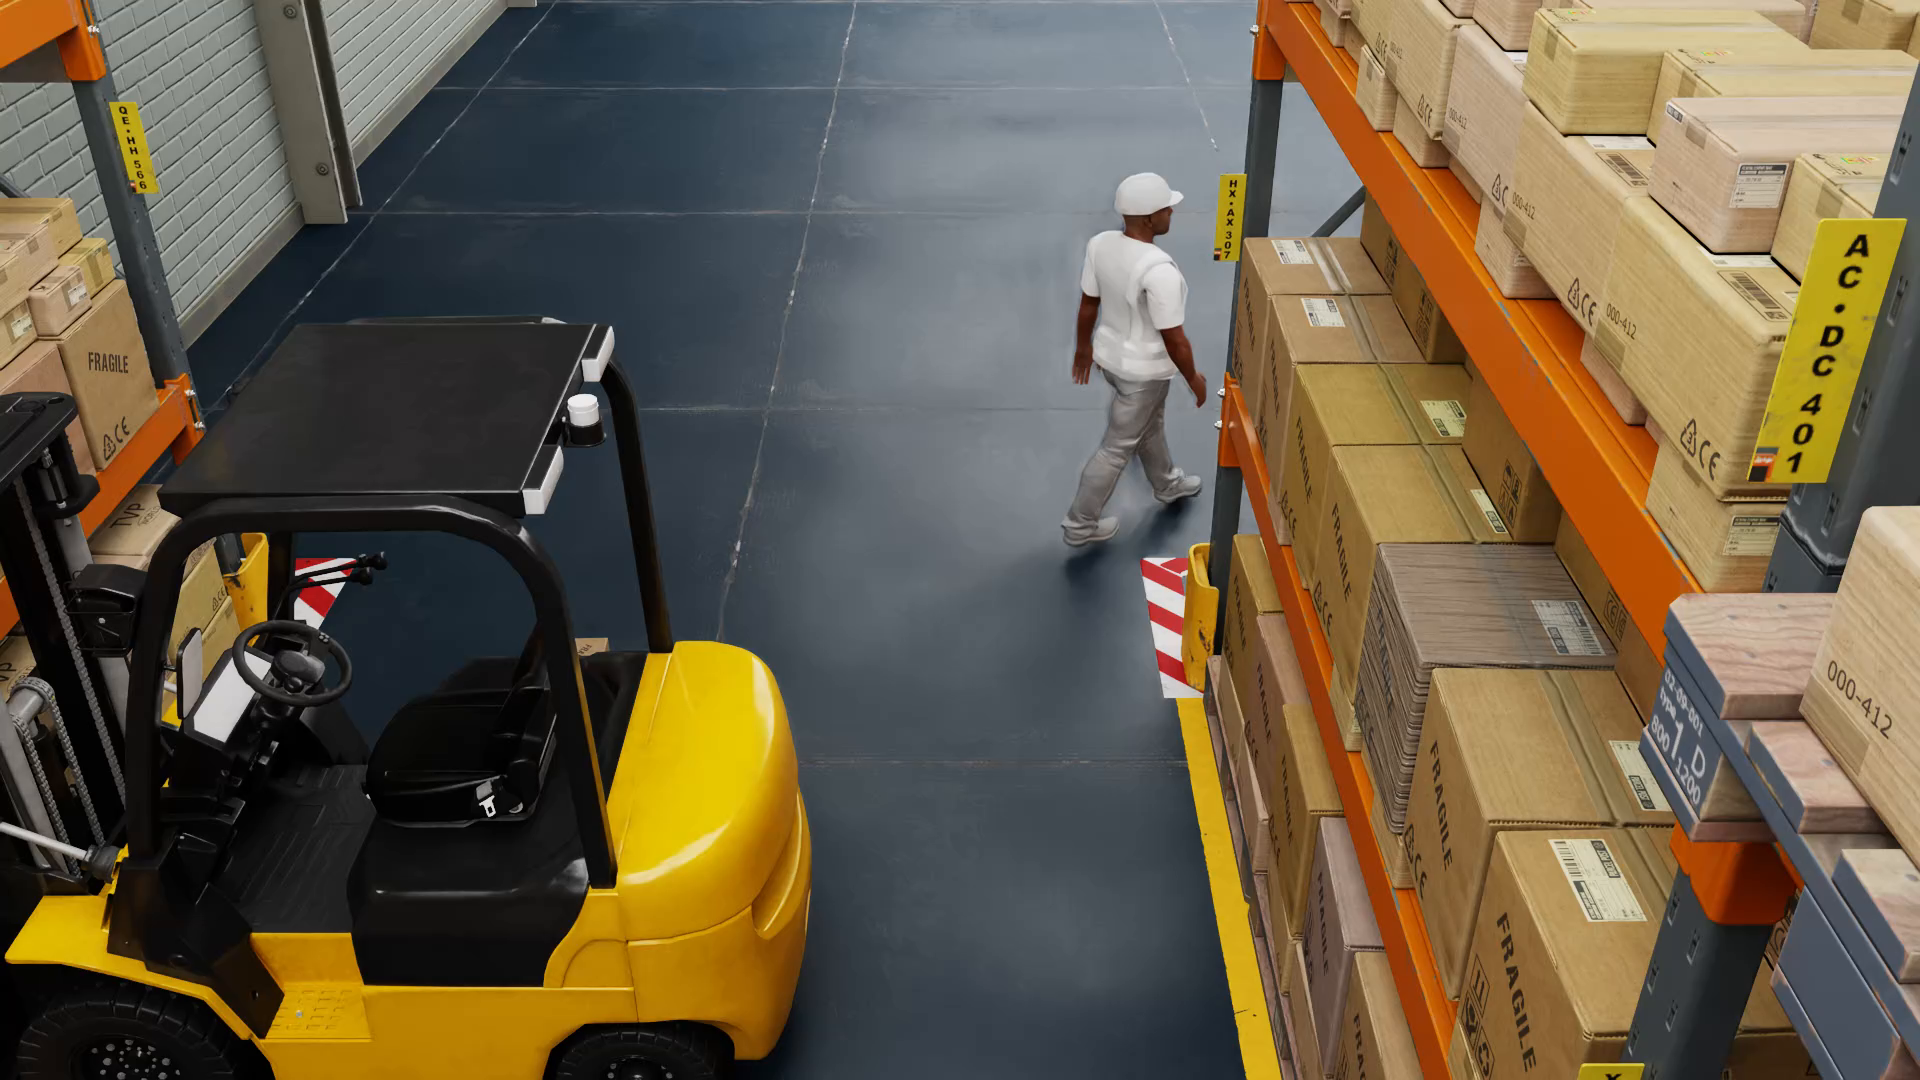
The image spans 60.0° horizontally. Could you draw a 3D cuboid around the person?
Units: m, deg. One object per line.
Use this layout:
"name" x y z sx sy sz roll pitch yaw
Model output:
"person" 0.868 -0.814 7.414 0.909 1.728 0.615 -15 34 -23
